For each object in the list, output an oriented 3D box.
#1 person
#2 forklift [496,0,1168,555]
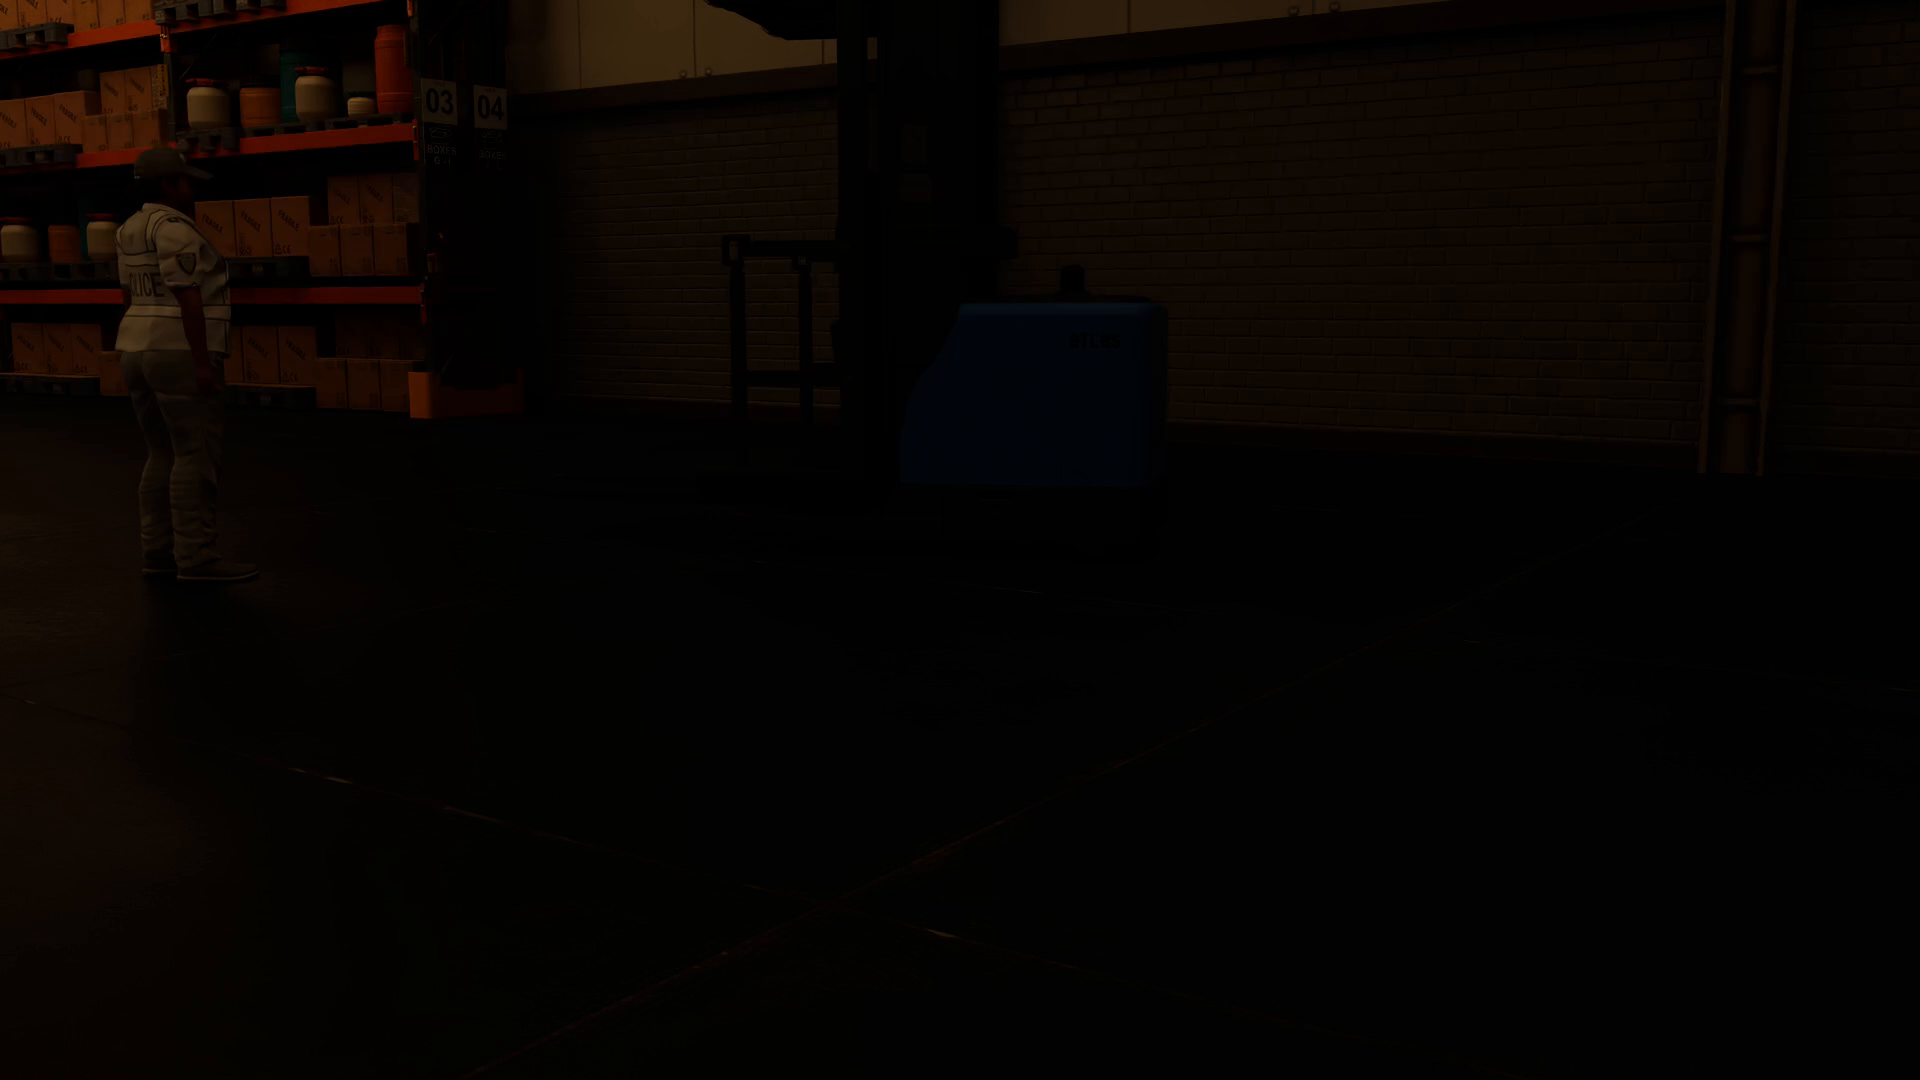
[{"bbox_3d":[-3.033,-0.668,6.464,0.482,1.652,0.389,6,10,38],"label":"person"},{"bbox_3d":[-0.596,-1.469,7.520,3.031,2.935,1.130,2,8,12],"label":"forklift"}]
